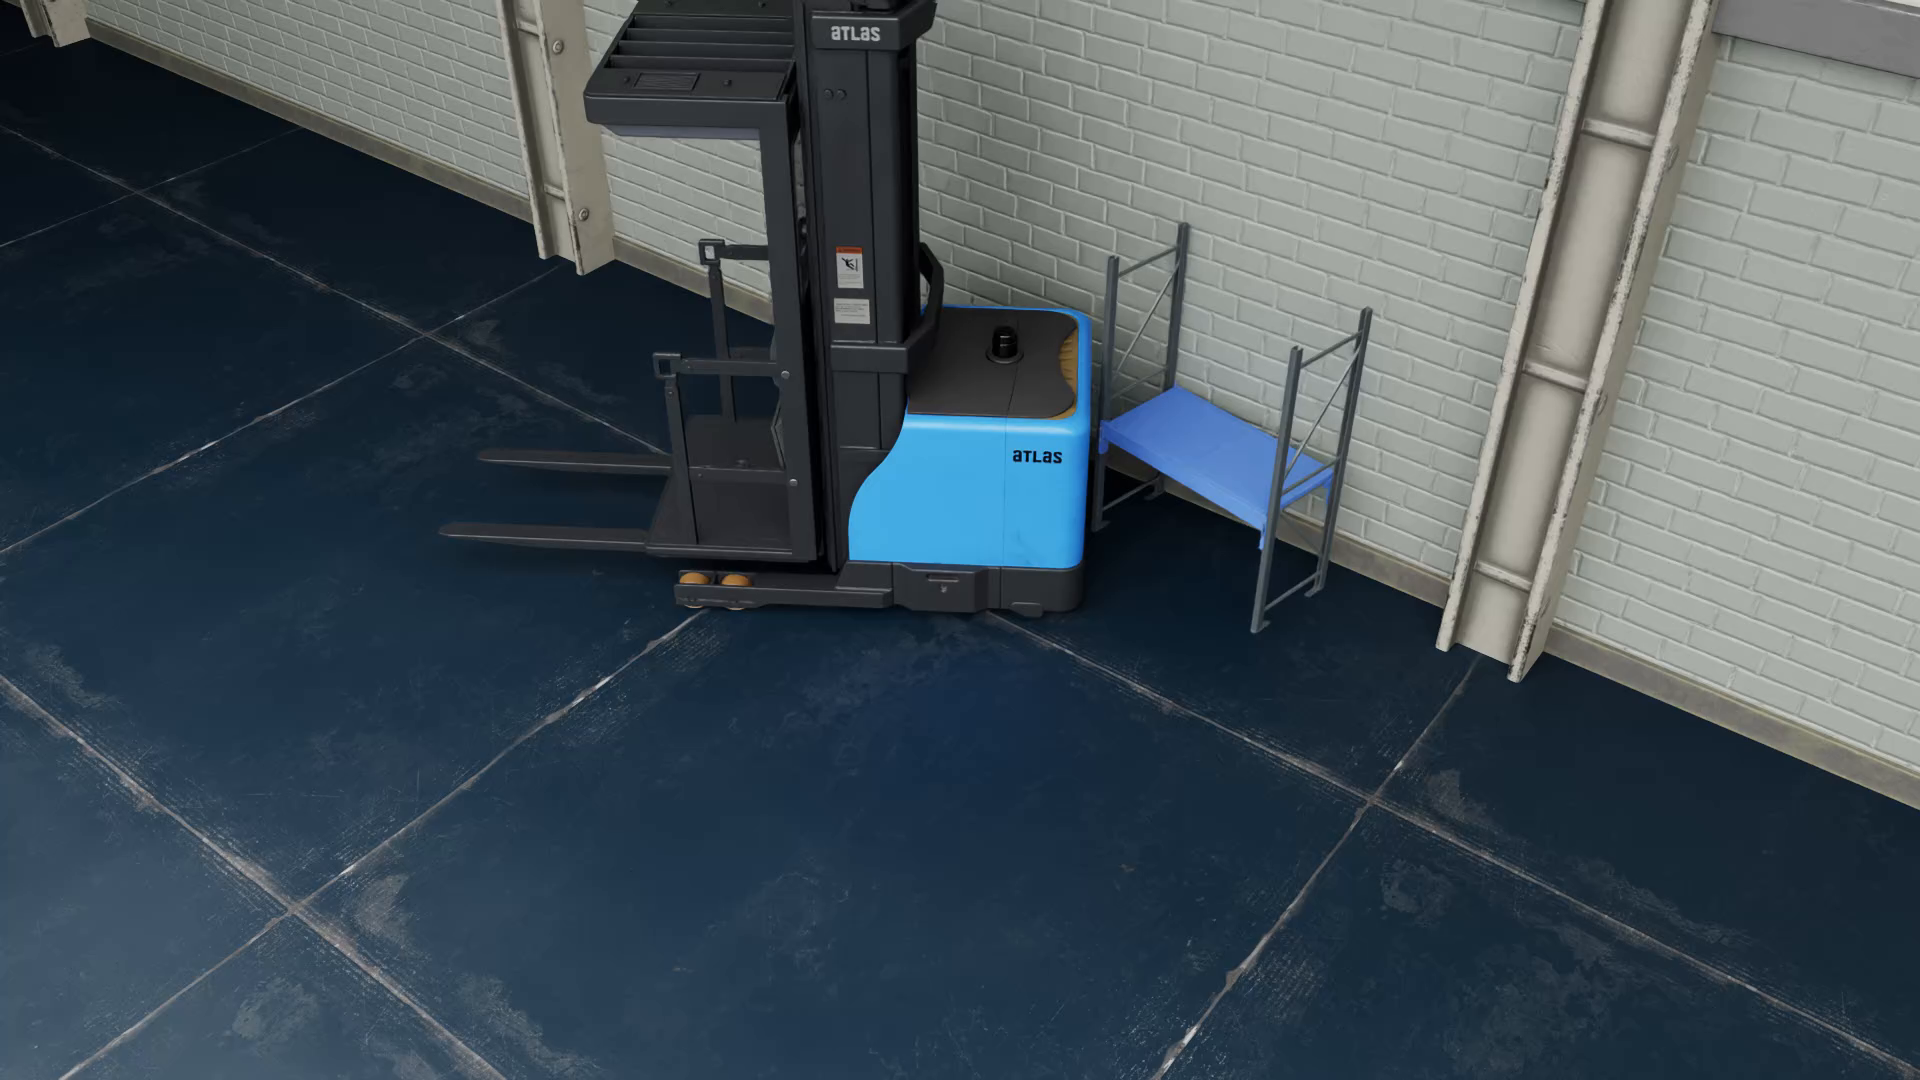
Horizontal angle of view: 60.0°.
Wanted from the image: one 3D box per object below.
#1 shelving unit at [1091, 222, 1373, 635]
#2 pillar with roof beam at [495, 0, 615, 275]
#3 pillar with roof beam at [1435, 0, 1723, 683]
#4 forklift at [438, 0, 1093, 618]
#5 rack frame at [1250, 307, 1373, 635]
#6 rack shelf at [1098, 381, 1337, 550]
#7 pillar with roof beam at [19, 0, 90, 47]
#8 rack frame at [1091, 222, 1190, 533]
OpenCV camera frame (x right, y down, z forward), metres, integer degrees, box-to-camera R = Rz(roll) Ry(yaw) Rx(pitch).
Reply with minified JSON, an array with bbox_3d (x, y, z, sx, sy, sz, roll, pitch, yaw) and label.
[{"bbox_3d":[1.179,-0.504,7.537,0.538,1.500,1.048,-29,46,-32],"label":"shelving unit"},{"bbox_3d":[-4.990,-3.202,4.900,0.400,9.000,9.100,25,45,29],"label":"pillar with roof beam"},{"bbox_3d":[-0.224,-0.954,2.030,0.400,9.000,9.100,25,45,29],"label":"pillar with roof beam"},{"bbox_3d":[-0.915,-1.152,7.205,3.031,2.935,1.130,2,38,3],"label":"forklift"},{"bbox_3d":[1.519,-0.271,7.239,0.500,1.500,0.032,-29,46,-32],"label":"rack frame"},{"bbox_3d":[1.179,-0.362,7.648,0.538,0.185,1.000,-29,46,-32],"label":"rack shelf"},{"bbox_3d":[-9.756,-5.449,7.770,0.400,9.000,9.100,25,45,29],"label":"pillar with roof beam"},{"bbox_3d":[0.839,-0.737,7.835,0.500,1.500,0.032,-29,46,-32],"label":"rack frame"}]
